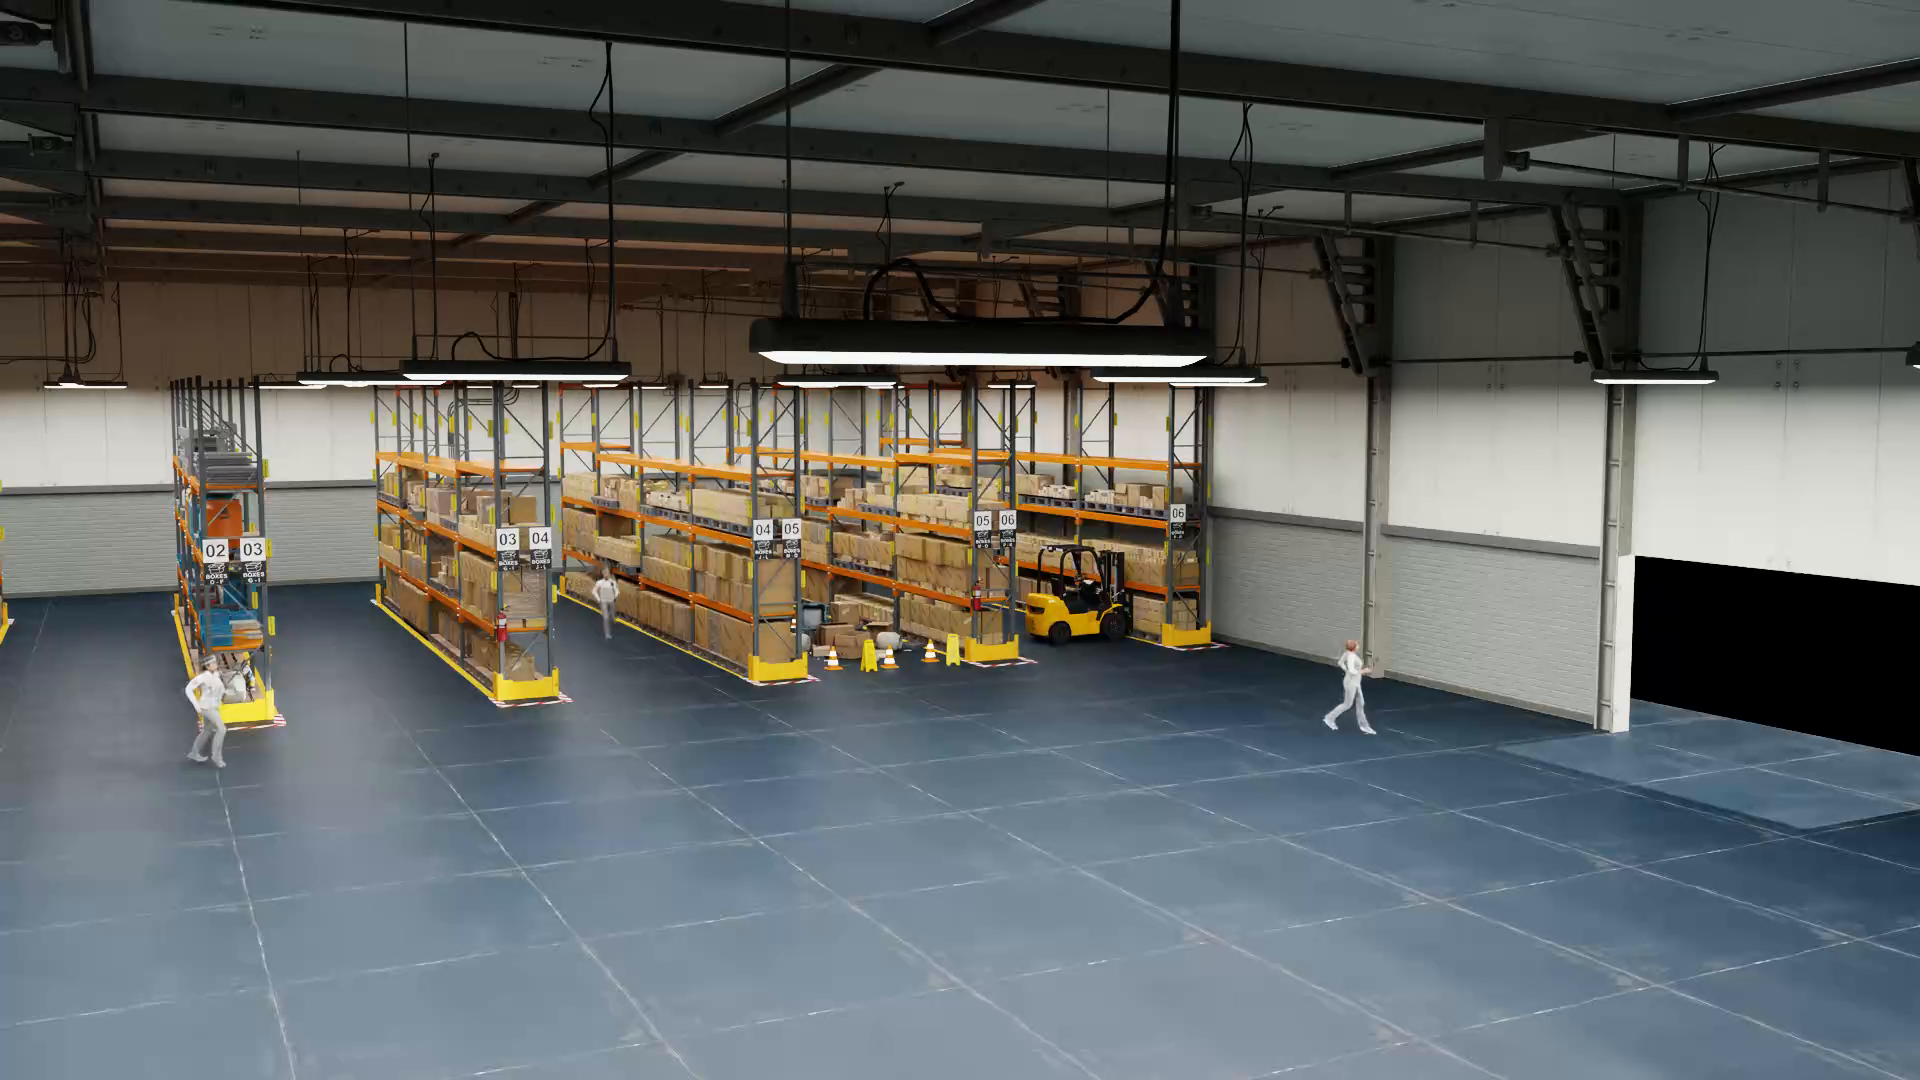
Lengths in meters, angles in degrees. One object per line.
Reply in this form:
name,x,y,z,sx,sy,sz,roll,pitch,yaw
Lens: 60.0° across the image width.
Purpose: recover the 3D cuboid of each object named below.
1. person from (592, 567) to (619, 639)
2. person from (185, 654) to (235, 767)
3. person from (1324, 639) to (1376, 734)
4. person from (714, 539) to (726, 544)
person,-8.238,1.452,38.729,0.622,1.654,0.702,-2,6,-24
person,-11.511,2.625,25.549,0.719,1.751,0.586,0,5,-1
person,6.520,2.437,27.746,0.851,1.606,0.535,2,5,17
person,-7.332,0.335,50.833,0.836,1.734,0.764,-1,5,-12
